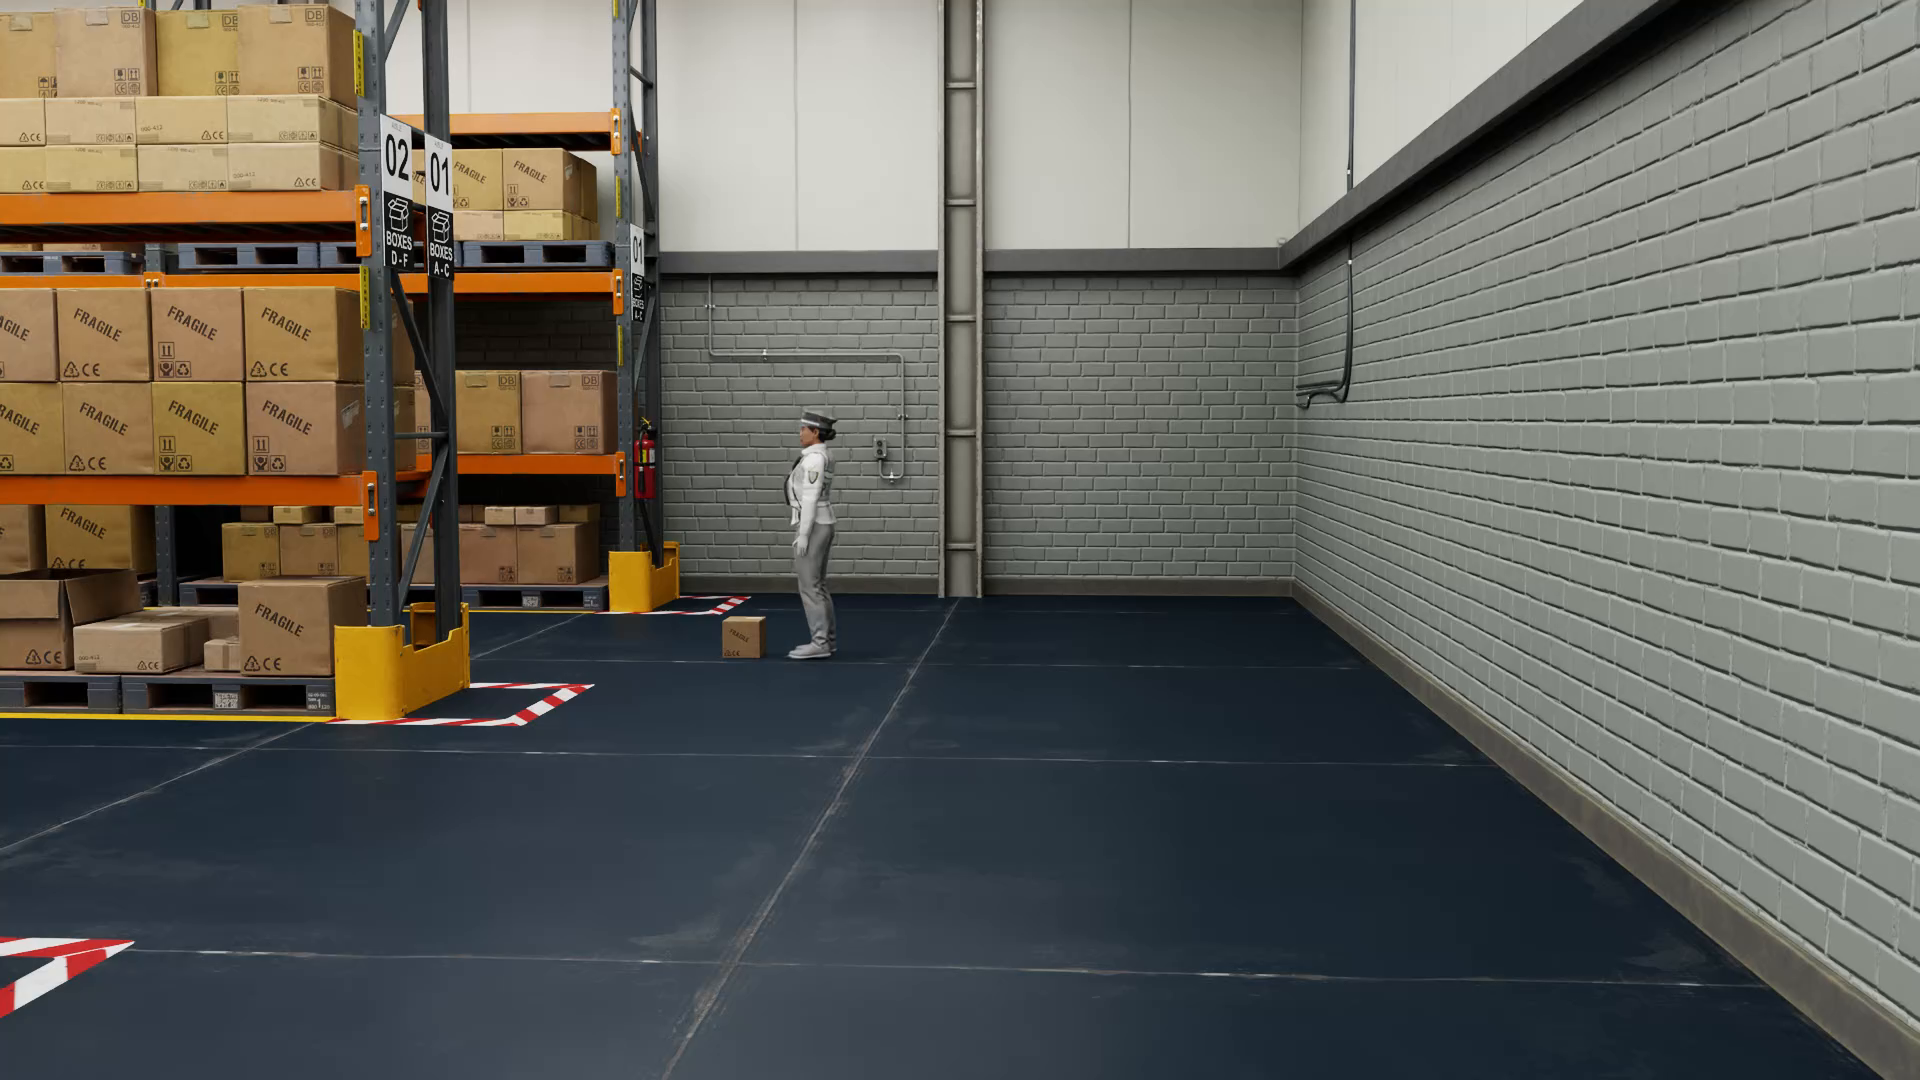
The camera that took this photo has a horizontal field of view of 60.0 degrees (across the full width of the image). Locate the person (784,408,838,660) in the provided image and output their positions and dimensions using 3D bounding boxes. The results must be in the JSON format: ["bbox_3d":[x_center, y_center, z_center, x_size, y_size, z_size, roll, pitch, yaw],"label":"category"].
[{"bbox_3d":[-0.991,-0.049,11.174,0.345,1.681,0.469,0,4,5],"label":"person"}]
